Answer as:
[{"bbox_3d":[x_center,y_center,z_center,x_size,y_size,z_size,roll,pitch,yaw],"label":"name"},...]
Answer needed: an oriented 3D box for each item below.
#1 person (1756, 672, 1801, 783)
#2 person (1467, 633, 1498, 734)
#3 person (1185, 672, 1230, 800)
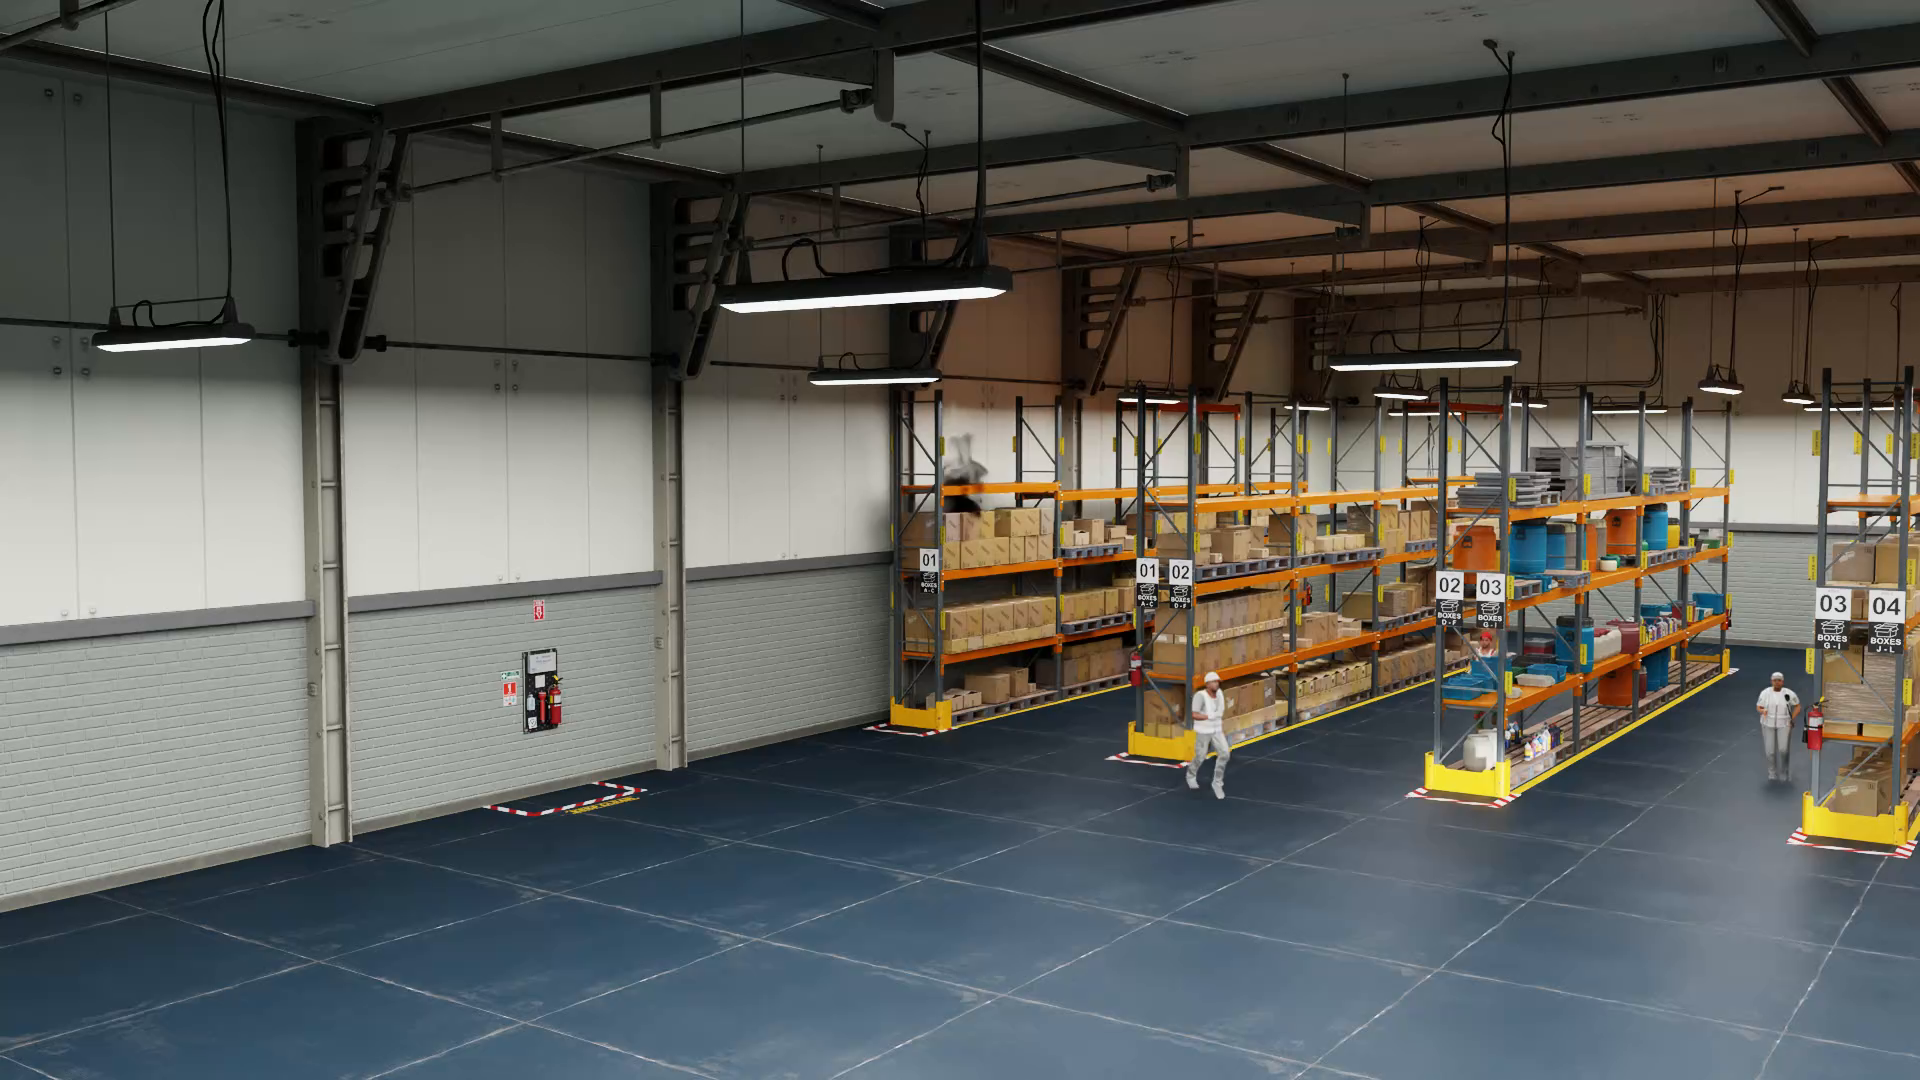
[{"bbox_3d":[12.159,2.792,24.748,0.577,1.647,0.625,2,4,31],"label":"person"},{"bbox_3d":[9.160,2.492,29.021,0.668,1.757,0.850,2,4,33],"label":"person"},{"bbox_3d":[3.540,2.778,23.834,0.711,1.817,0.865,-2,4,-32],"label":"person"}]
